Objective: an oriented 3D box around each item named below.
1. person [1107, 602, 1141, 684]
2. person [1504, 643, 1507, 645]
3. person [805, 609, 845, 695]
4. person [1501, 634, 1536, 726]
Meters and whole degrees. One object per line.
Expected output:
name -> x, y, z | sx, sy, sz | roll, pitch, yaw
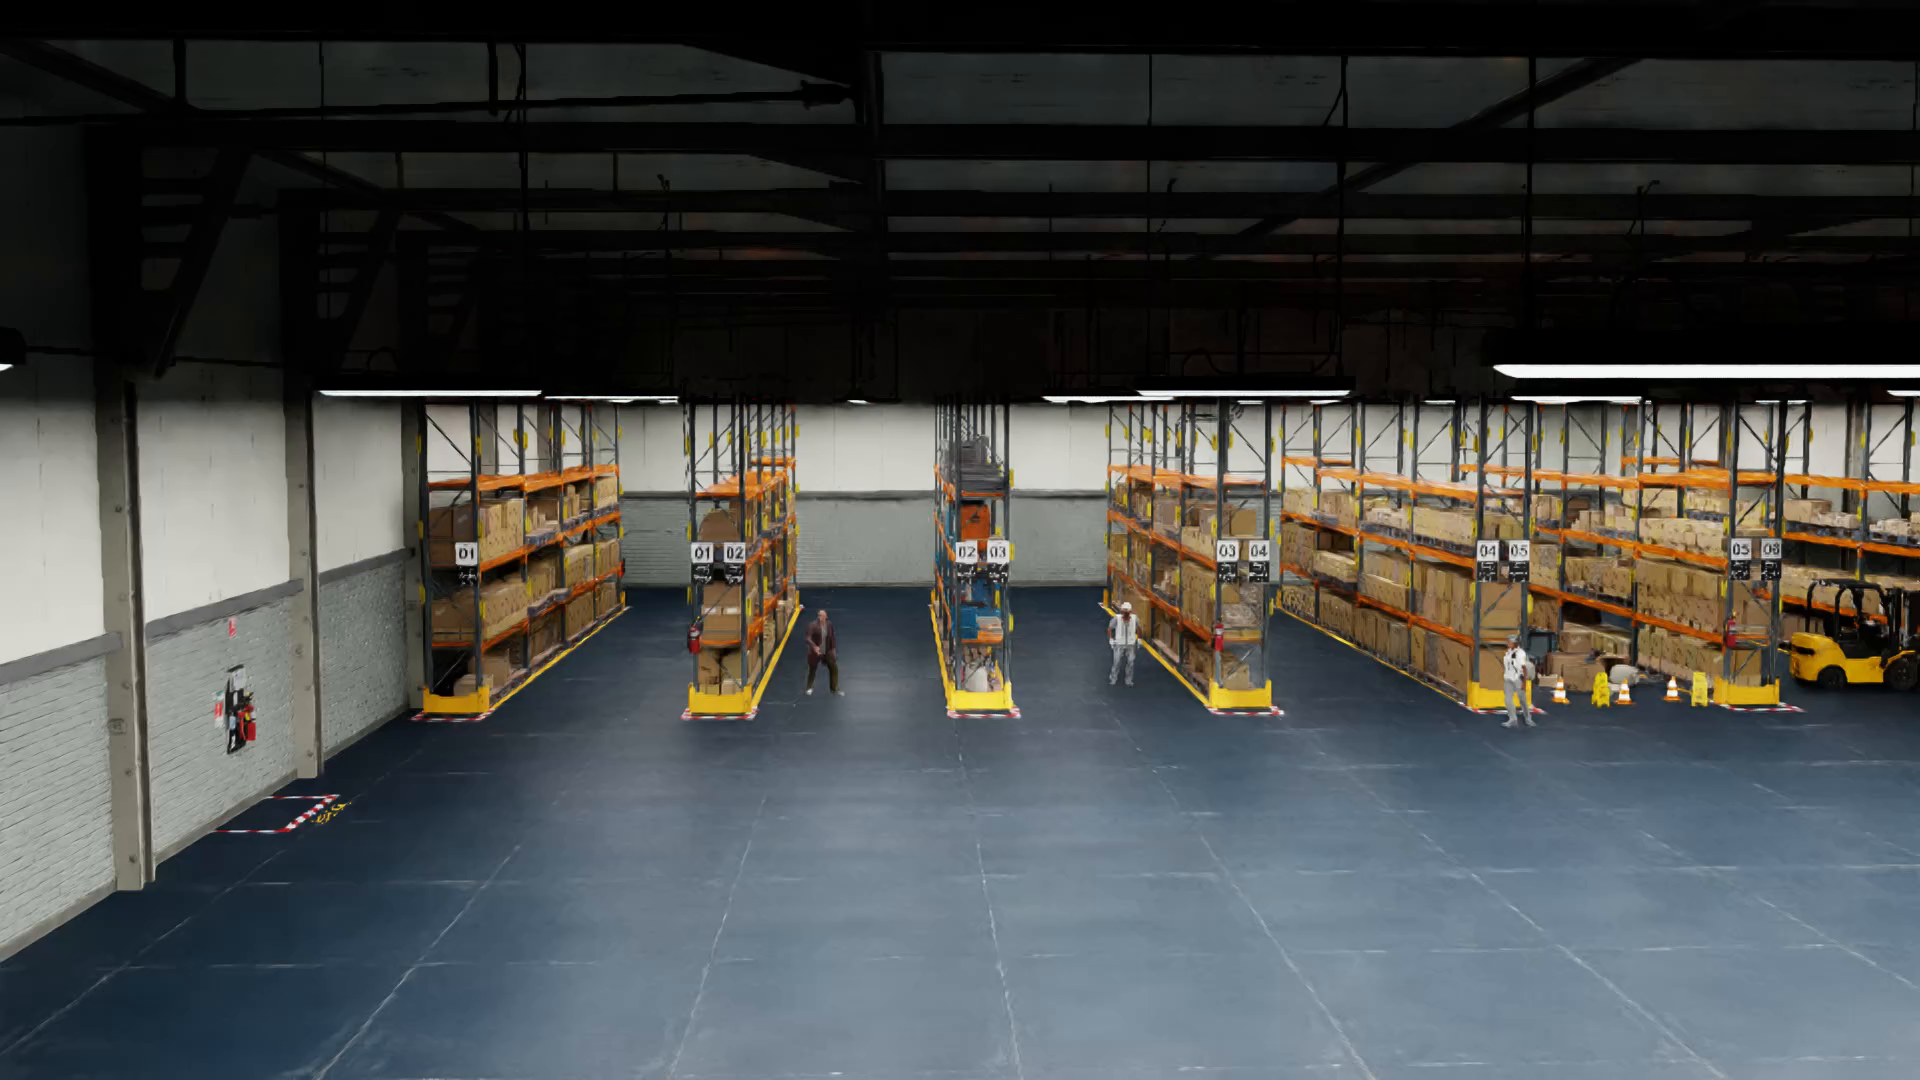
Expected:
person -> 3.388, 2.125, 34.212 | 0.702, 1.735, 0.549 | 0, 5, -4
person -> 12.325, 1.867, 38.053 | 0.522, 1.591, 0.523 | 2, 5, 28
person -> -2.753, 2.216, 32.959 | 0.723, 1.717, 0.873 | -2, 5, -21
person -> 10.021, 2.512, 29.830 | 0.520, 1.664, 0.568 | -3, 5, -29
